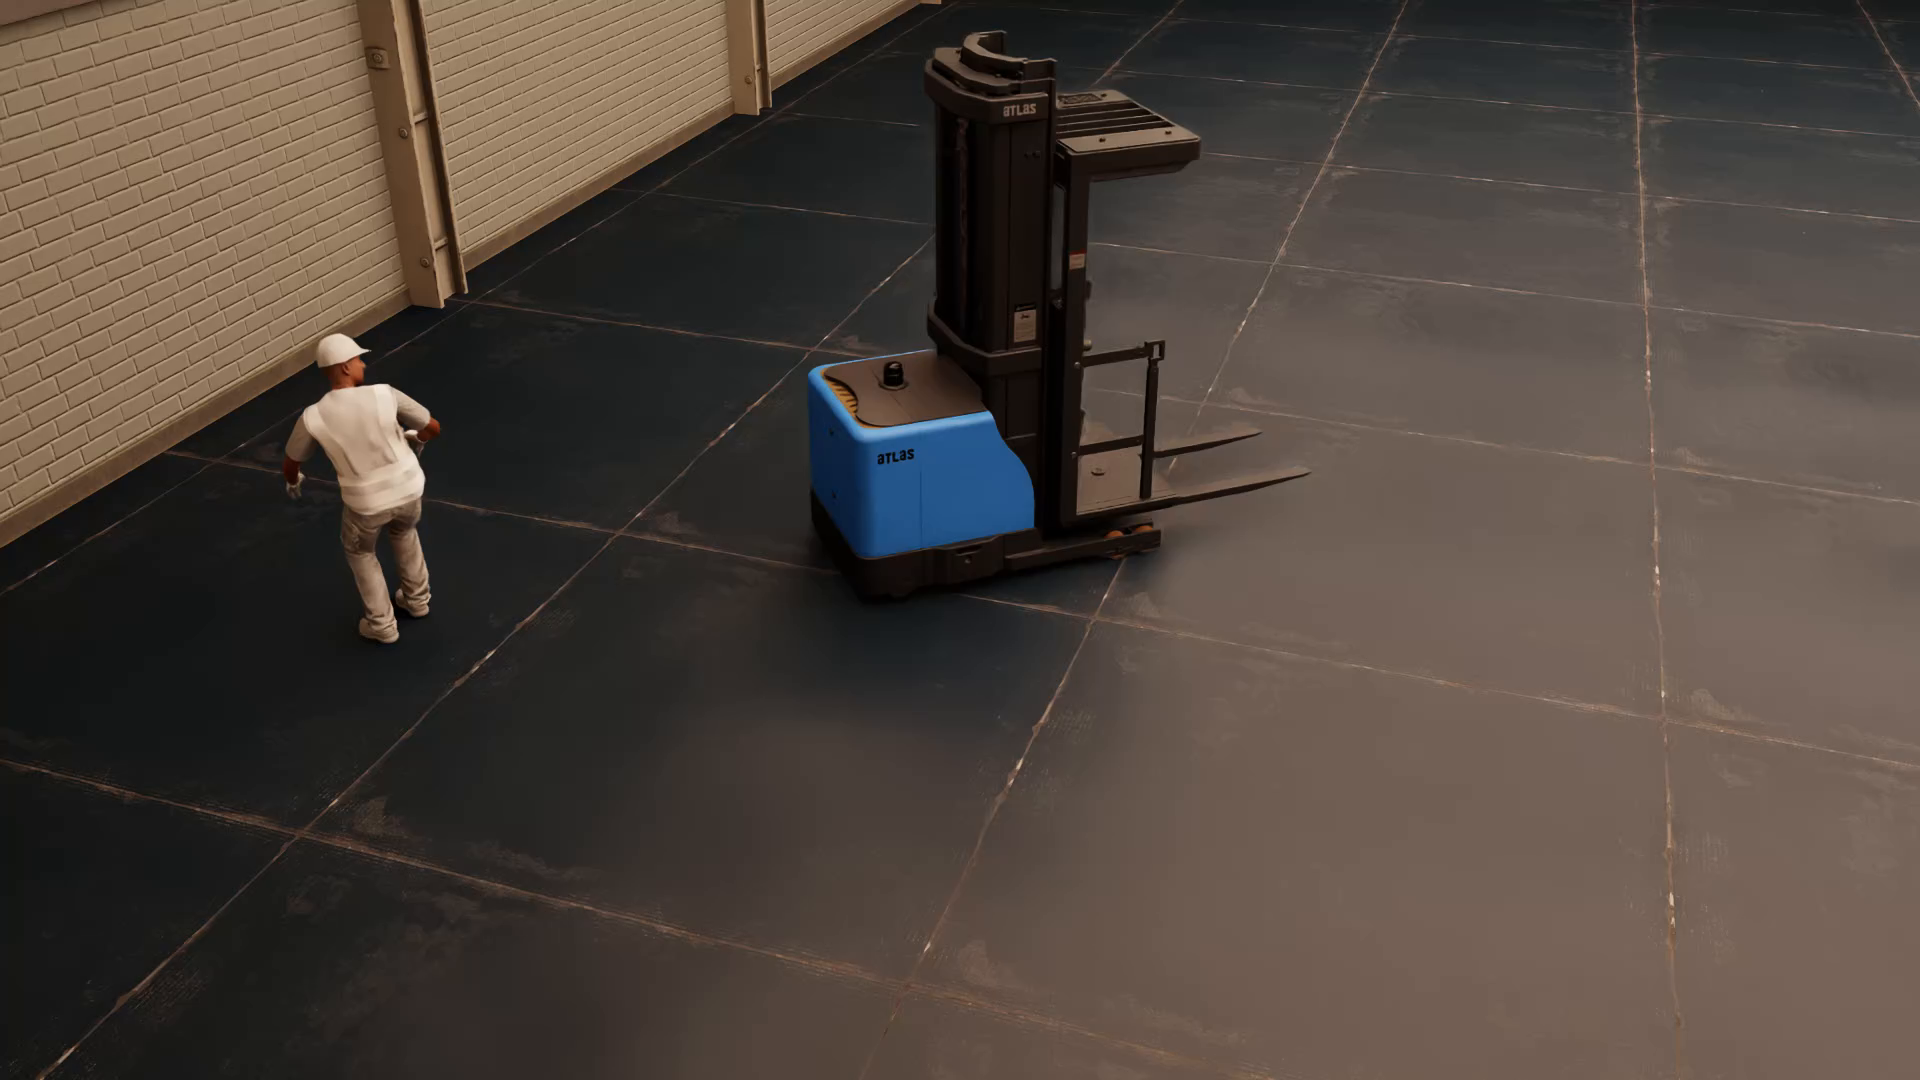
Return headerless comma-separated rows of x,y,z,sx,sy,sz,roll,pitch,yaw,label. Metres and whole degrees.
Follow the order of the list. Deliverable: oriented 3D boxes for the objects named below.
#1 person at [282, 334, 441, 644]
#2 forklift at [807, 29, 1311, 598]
-3.160,-0.280,8.880,0.803,1.723,0.564,-17,34,-27,person
0.668,-1.391,9.577,3.031,2.935,1.130,-11,31,-18,forklift
